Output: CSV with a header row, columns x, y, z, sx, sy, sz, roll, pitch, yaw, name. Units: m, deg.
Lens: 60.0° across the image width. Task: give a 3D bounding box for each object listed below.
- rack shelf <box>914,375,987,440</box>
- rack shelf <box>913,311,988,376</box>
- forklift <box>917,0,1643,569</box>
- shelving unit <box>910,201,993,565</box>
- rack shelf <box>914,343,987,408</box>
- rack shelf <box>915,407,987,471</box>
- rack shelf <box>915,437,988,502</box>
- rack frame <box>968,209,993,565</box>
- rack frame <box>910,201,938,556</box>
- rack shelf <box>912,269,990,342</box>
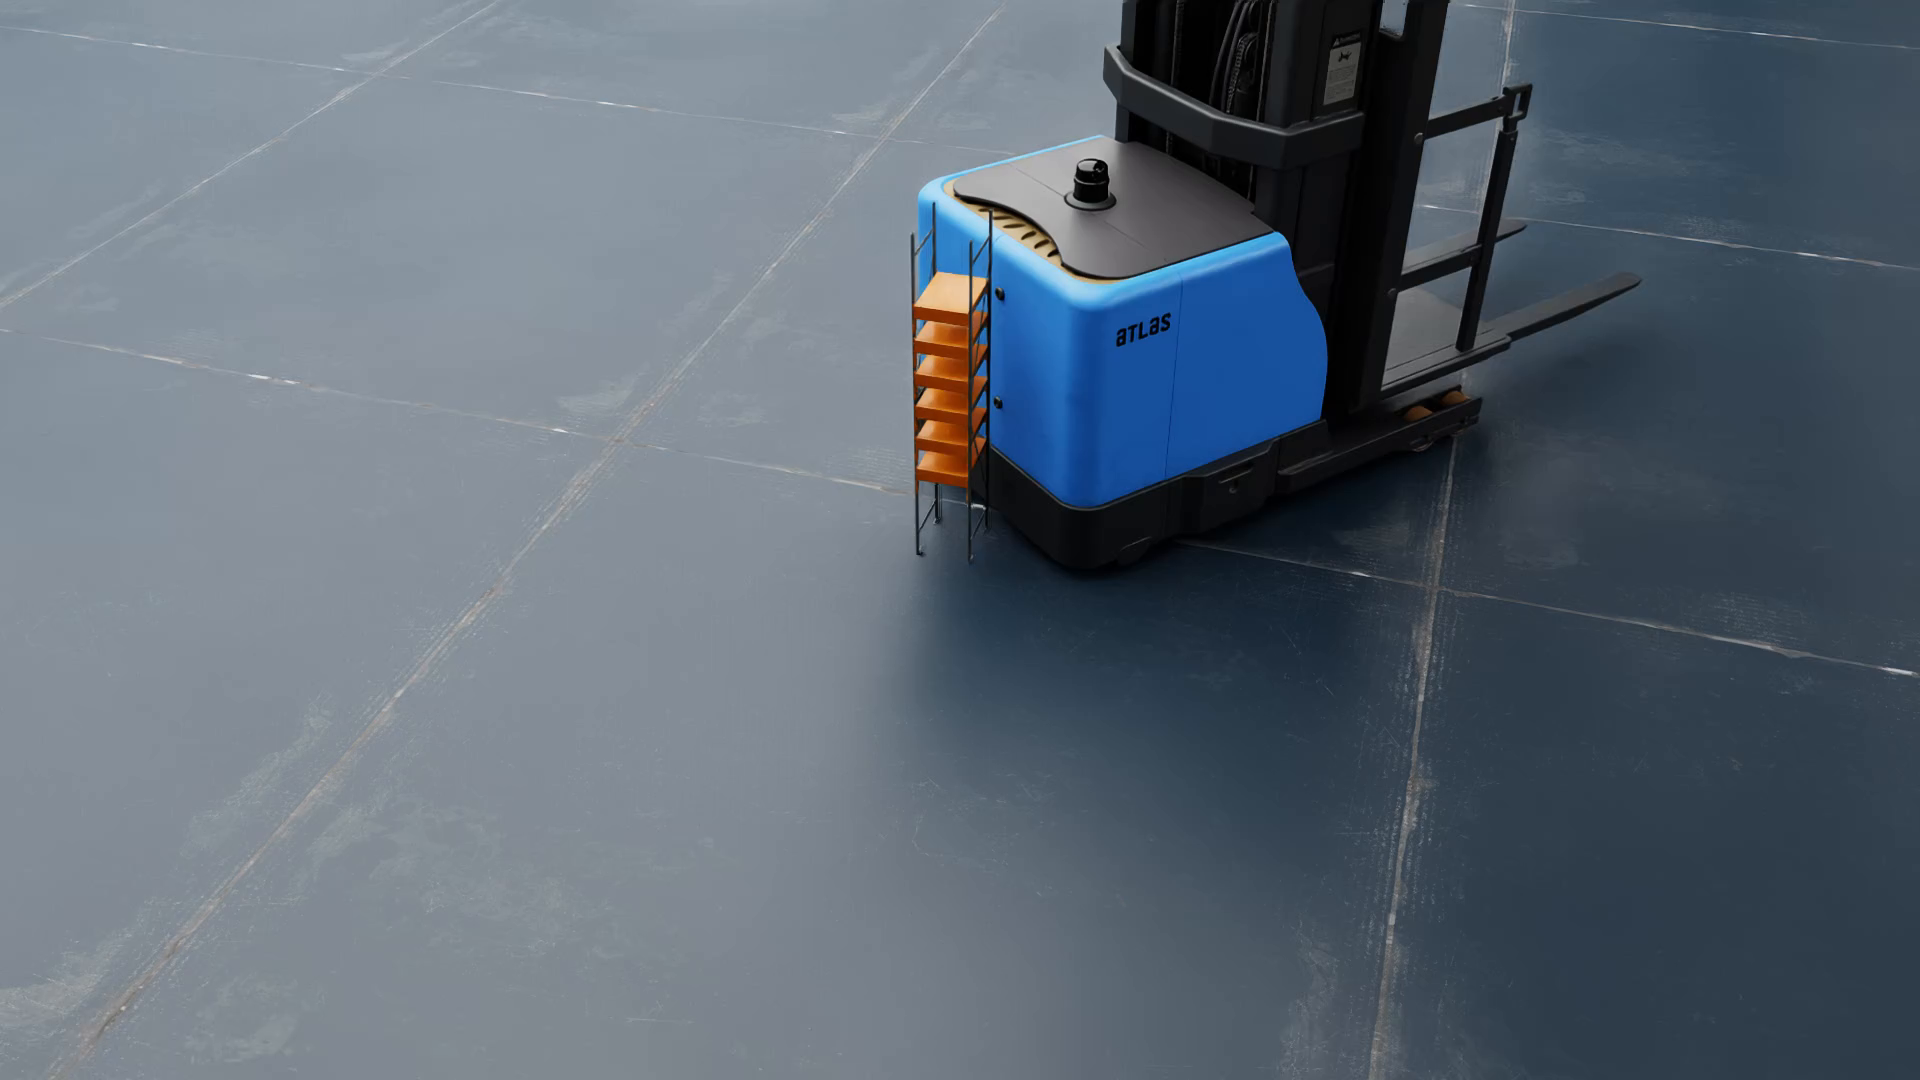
x,y,z,sx,sy,sz,roll,pitch,yaw,name
-0.025,-0.446,5.417,0.180,0.103,0.258,10,37,13,rack shelf
-0.024,-0.639,5.276,0.180,0.103,0.258,10,37,13,rack shelf
1.357,-1.751,5.657,3.031,2.935,1.130,-21,41,-26,forklift
-0.025,-0.481,5.391,0.189,1.200,0.258,10,37,13,shelving unit
-0.025,-0.542,5.347,0.180,0.103,0.258,10,37,13,rack shelf
-0.025,-0.349,5.488,0.180,0.103,0.258,10,37,13,rack shelf
-0.025,-0.252,5.559,0.180,0.103,0.258,10,37,13,rack shelf
0.063,-0.466,5.370,0.006,1.200,0.240,10,37,13,rack frame
-0.112,-0.497,5.412,0.006,1.200,0.240,10,37,13,rack frame
-0.024,-0.736,5.205,0.180,0.103,0.258,10,37,13,rack shelf
